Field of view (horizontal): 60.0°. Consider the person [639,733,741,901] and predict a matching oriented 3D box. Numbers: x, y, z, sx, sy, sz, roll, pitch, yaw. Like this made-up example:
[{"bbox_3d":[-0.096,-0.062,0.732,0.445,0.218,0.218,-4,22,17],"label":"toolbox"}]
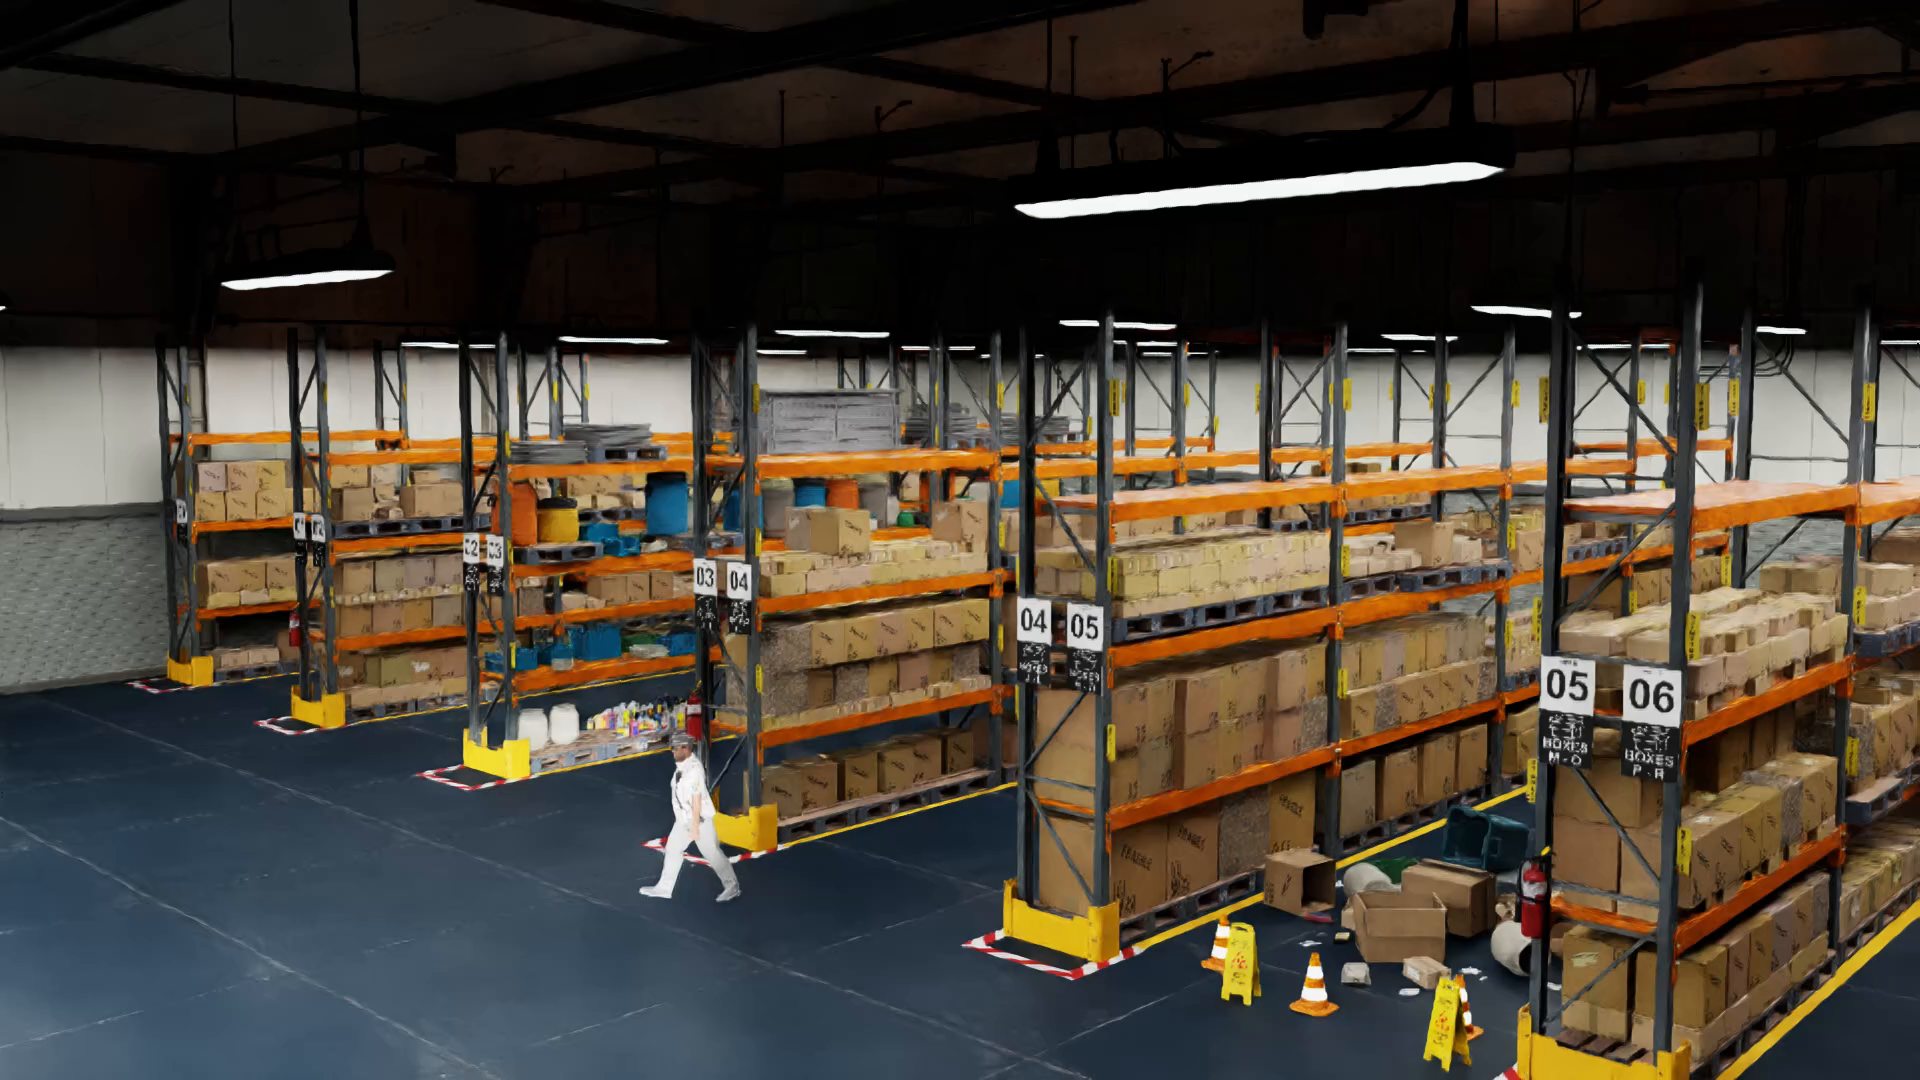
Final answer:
[{"bbox_3d":[-2.694,2.755,16.597,0.967,1.708,0.583,-2,6,-23],"label":"person"}]
